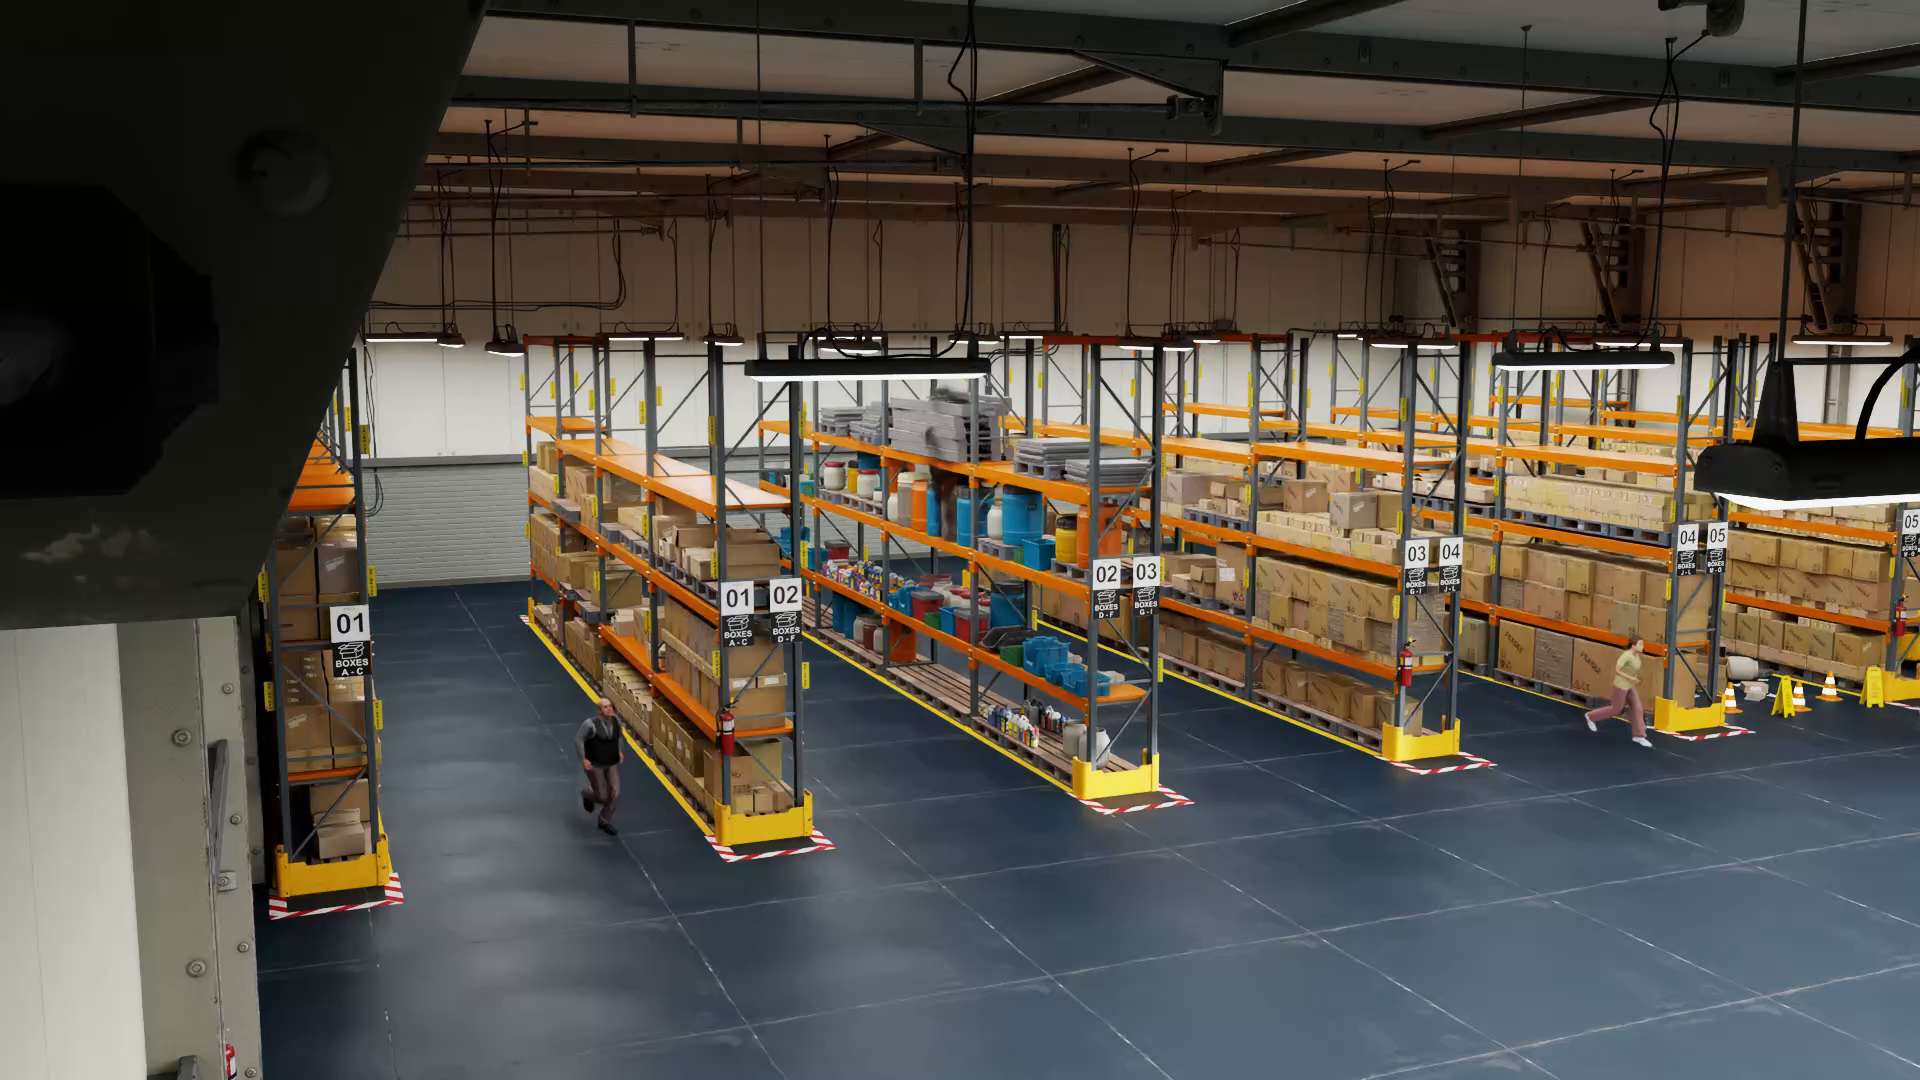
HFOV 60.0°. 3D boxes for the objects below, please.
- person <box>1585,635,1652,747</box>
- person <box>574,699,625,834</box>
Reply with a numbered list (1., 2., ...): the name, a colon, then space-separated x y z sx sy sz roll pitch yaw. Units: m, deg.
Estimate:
1. person: 9.926 2.215 24.945 1.045 1.634 0.610 7 10 43
2. person: -4.460 2.774 20.635 0.667 1.677 0.647 -6 10 -40
